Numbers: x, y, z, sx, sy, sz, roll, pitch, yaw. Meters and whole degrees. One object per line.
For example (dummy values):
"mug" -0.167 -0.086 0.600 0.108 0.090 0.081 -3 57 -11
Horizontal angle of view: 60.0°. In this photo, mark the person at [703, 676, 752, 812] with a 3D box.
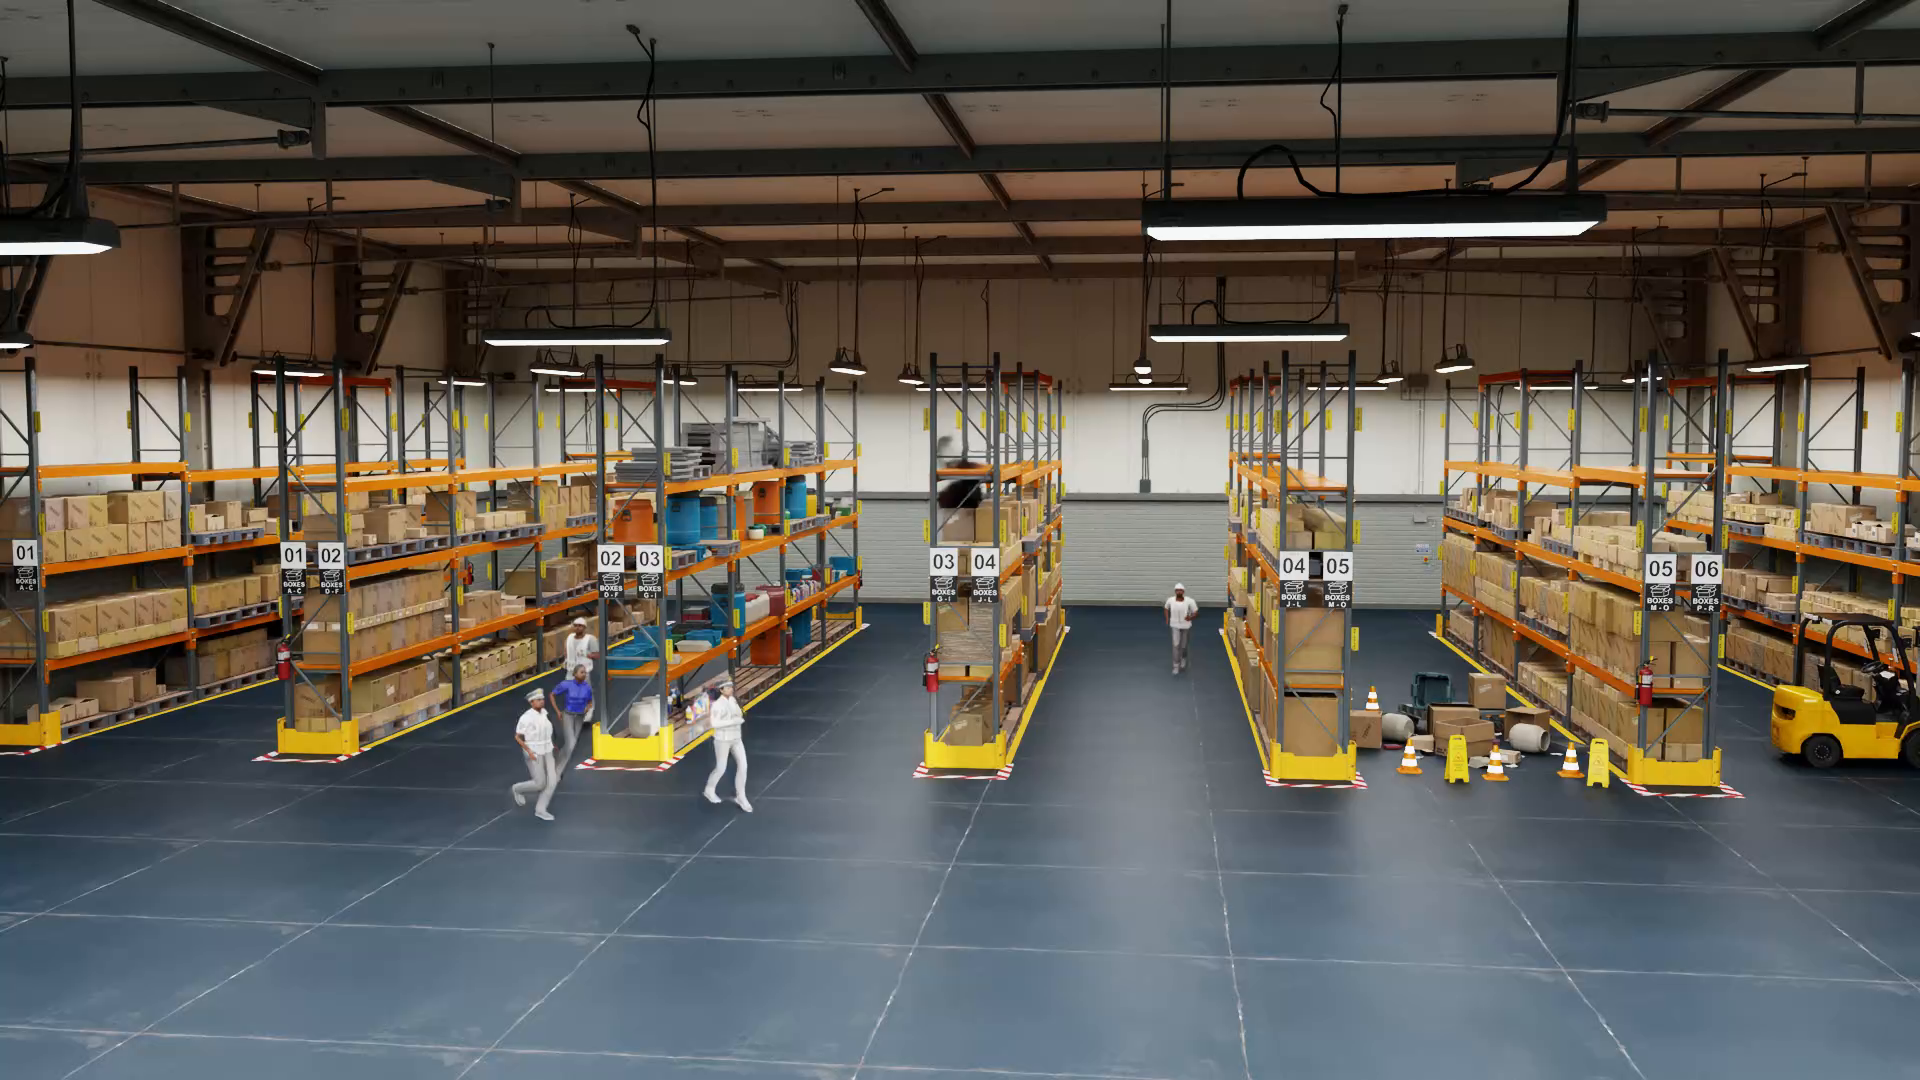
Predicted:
"person" -3.019 2.624 21.540 0.740 1.743 0.600 3 5 37

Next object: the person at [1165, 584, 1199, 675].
"person" 4.417 1.748 33.193 0.685 1.778 0.891 1 4 11

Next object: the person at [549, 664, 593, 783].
"person" -5.472 2.578 23.380 0.629 1.637 0.679 4 5 41

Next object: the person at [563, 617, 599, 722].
"person" -6.242 2.189 27.253 0.655 1.836 0.718 0 4 6

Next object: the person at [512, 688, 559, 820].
"person" -5.380 2.698 21.076 0.593 1.664 0.583 2 5 31
